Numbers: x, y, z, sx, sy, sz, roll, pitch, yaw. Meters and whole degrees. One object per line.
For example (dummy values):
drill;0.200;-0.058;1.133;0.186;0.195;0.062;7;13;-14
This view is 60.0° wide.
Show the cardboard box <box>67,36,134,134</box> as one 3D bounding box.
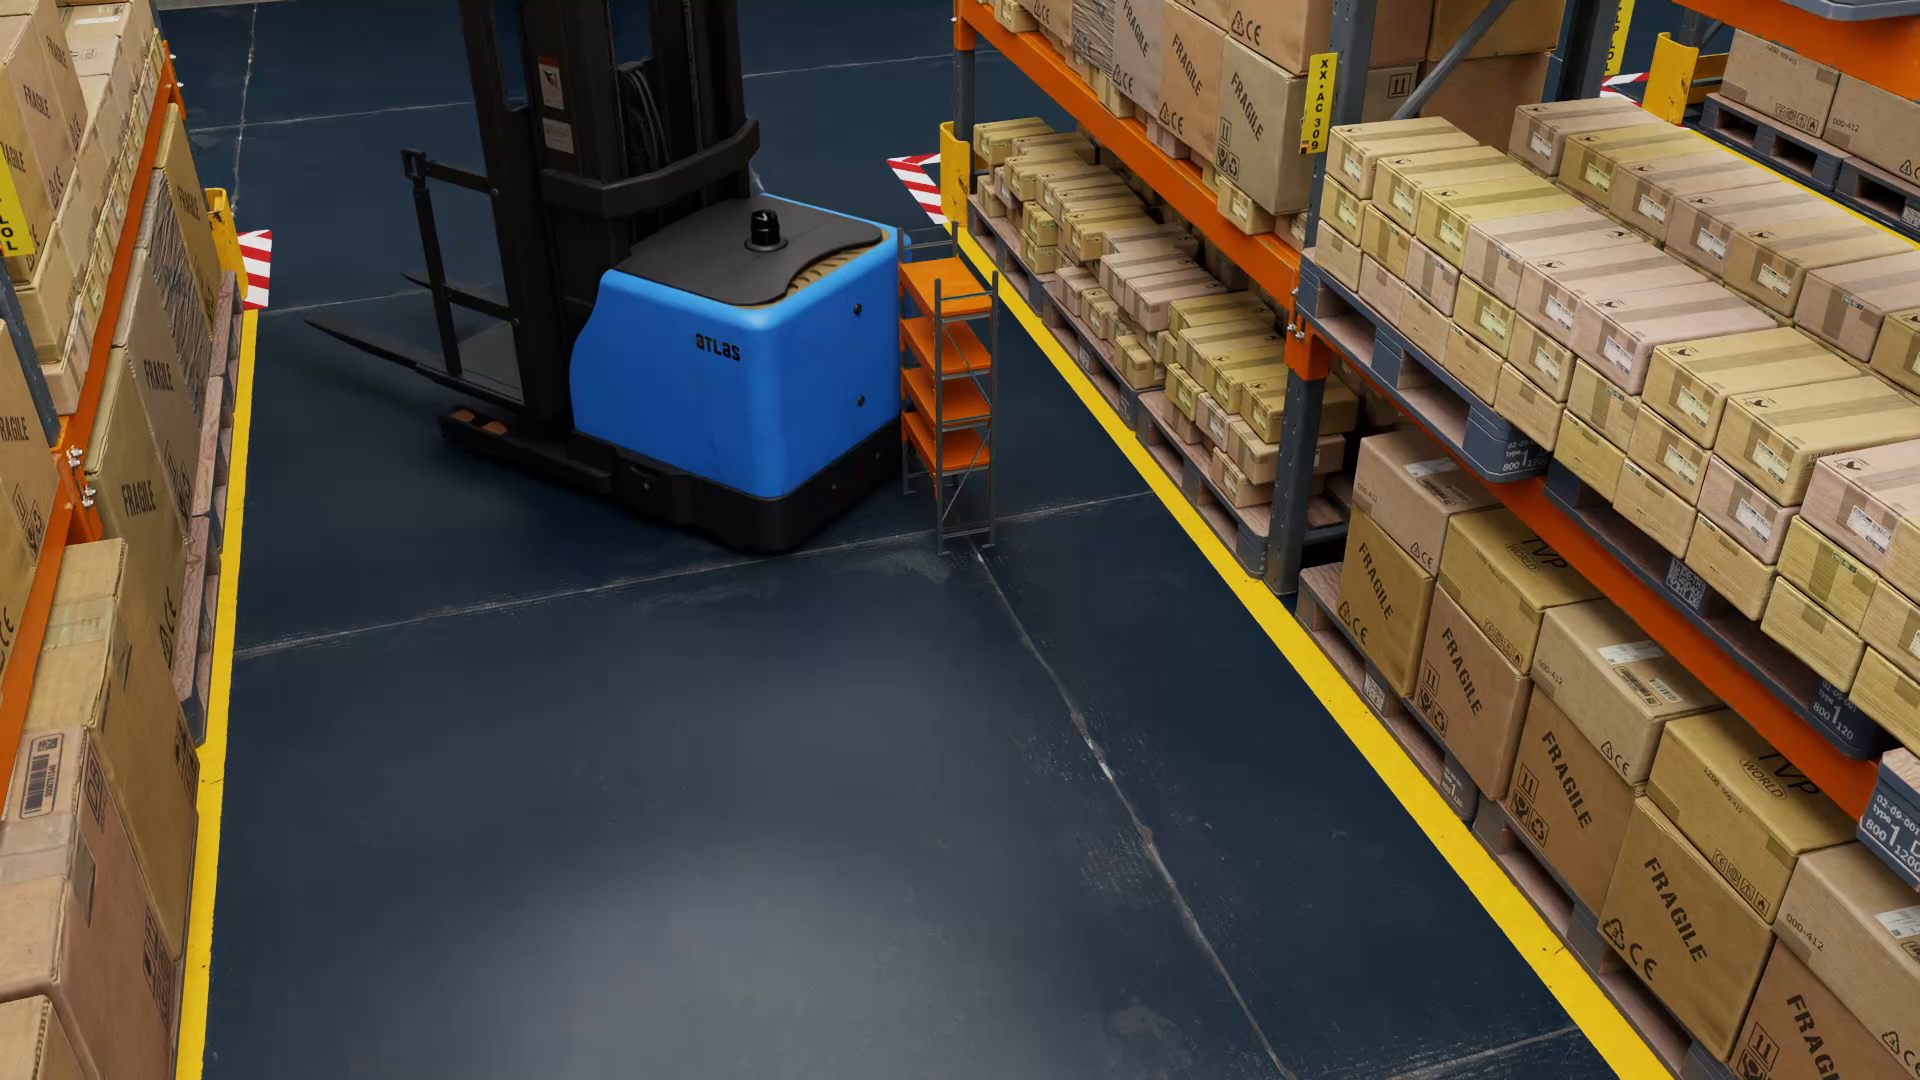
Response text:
cardboard box;-3.588;-1.781;6.590;0.500;0.250;0.500;-11;35;-16

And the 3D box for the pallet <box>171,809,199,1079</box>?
pallet;-2.771;1.193;4.753;1.003;0.211;1.213;-10;35;-15

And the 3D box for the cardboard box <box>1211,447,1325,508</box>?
cardboard box;1.232;-0.278;6.655;0.380;0.149;0.250;-10;35;-14

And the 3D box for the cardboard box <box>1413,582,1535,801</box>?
cardboard box;1.812;0.434;5.258;0.500;0.500;0.500;-8;34;-13

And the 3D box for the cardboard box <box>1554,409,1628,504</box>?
cardboard box;1.762;-0.245;4.247;0.380;0.149;0.250;-11;35;-16

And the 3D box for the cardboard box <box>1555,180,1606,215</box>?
cardboard box;2.067;-1.024;5.156;0.380;0.149;0.250;-10;35;-14

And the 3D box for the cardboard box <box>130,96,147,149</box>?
cardboard box;-3.563;-1.690;6.815;0.380;0.149;0.250;-11;35;-16

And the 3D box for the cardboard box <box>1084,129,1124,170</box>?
cardboard box;0.881;-2.101;8.874;0.380;0.149;0.250;-9;35;-14

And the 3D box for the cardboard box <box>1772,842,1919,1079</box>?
cardboard box;2.274;0.933;3.823;0.500;0.250;0.500;-10;35;-14

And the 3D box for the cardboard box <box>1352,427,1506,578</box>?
cardboard box;1.650;-0.156;5.472;0.500;0.250;0.500;-12;35;-17

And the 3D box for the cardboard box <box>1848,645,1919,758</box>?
cardboard box;2.083;0.307;3.411;0.380;0.149;0.250;-10;35;-15

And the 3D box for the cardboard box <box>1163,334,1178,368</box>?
cardboard box;1.102;-0.791;7.162;0.380;0.149;0.250;-10;35;-14

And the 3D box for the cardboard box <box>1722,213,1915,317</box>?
cardboard box;2.296;-0.740;4.456;0.380;0.149;0.250;-11;35;-16

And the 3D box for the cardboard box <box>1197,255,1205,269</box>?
cardboard box;1.280;-1.444;8.150;0.380;0.149;0.250;-8;34;-12

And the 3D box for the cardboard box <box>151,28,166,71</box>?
cardboard box;-3.876;-2.226;7.626;0.380;0.149;0.250;-9;35;-14

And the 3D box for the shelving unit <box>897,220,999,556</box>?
shelving unit;-0.050;-0.587;6.551;0.258;1.200;0.503;-10;35;-15

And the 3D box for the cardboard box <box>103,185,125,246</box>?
cardboard box;-3.247;-1.149;5.996;0.380;0.149;0.250;-10;35;-14

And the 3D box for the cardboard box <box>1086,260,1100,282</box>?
cardboard box;0.829;-1.357;8.017;0.380;0.149;0.250;-8;34;-12

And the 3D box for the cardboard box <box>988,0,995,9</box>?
cardboard box;0.360;-2.787;8.475;0.380;0.149;0.250;-9;34;-13

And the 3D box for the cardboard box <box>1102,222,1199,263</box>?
cardboard box;0.881;-1.342;7.725;0.380;0.149;0.250;-10;35;-15

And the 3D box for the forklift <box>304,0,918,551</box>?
forklift;-1.691;-1.794;6.807;3.031;2.935;1.130;20;38;27

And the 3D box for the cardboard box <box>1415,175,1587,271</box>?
cardboard box;1.525;-0.898;4.695;0.380;0.149;0.250;-10;35;-14

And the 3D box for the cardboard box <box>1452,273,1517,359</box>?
cardboard box;1.599;-0.646;4.584;0.380;0.149;0.250;-11;35;-17

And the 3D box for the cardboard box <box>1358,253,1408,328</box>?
cardboard box;1.449;-0.785;5.064;0.380;0.149;0.250;-9;35;-14

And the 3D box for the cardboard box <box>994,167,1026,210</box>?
cardboard box;0.401;-1.882;8.812;0.380;0.149;0.250;-10;35;-15

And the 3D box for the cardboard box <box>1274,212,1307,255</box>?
cardboard box;1.366;-1.149;5.996;0.380;0.149;0.250;-10;35;-15

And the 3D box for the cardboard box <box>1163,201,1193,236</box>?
cardboard box;1.209;-1.551;8.041;0.380;0.149;0.250;-11;35;-16

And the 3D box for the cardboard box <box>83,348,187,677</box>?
cardboard box;-3.203;-0.011;5.592;0.875;0.875;0.875;-10;35;-15

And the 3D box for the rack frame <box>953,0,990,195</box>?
rack frame;0.456;-3.244;8.938;1.000;3.000;0.127;-10;35;-15

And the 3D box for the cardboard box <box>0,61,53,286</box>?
cardboard box;-2.981;-1.031;4.776;0.500;0.500;0.500;-10;35;-15

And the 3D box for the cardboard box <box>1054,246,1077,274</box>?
cardboard box;0.694;-1.377;8.318;0.380;0.149;0.250;-10;35;-15

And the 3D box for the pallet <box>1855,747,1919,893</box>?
pallet;2.578;0.680;3.173;1.213;0.211;1.003;-10;35;-15

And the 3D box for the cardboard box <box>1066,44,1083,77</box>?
cardboard box;0.708;-2.243;7.651;0.380;0.149;0.250;-11;35;-16

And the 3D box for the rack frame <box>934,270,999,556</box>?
rack frame;0.024;-0.459;6.357;0.240;1.200;0.015;-10;35;-15

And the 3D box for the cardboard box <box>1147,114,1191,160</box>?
cardboard box;0.993;-1.694;6.820;0.380;0.149;0.250;-12;35;-17

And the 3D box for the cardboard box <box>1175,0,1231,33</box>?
cardboard box;1.113;-2.198;6.088;0.500;0.500;0.500;-11;35;-16

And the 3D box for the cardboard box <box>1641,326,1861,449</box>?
cardboard box;1.840;-0.358;3.879;0.380;0.149;0.250;-9;35;-13

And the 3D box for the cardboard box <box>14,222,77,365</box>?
cardboard box;-2.972;-0.715;4.977;0.500;0.250;0.500;-11;35;-16

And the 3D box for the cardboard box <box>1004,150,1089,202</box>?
cardboard box;0.446;-1.867;8.520;0.380;0.149;0.250;-10;35;-15

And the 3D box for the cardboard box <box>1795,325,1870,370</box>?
cardboard box;2.391;-0.471;4.319;0.380;0.149;0.250;-10;35;-15

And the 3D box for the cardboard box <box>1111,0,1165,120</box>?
cardboard box;0.952;-2.050;6.771;0.500;0.500;0.500;-10;35;-15

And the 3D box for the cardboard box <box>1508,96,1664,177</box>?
cardboard box;1.985;-1.284;5.280;0.380;0.149;0.250;-8;34;-13

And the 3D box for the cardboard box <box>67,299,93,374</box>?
cardboard box;-2.932;-0.607;5.175;0.380;0.149;0.250;-11;35;-16

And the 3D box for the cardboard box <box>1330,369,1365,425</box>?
cardboard box;1.708;-0.615;6.895;0.380;0.149;0.250;-10;35;-14

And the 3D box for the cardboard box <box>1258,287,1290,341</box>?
cardboard box;1.516;-1.005;7.216;0.380;0.149;0.250;-11;35;-16

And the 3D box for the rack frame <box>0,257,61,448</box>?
rack frame;-3.078;-0.362;4.578;1.000;3.000;0.127;-10;35;-15

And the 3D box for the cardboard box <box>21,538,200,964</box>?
cardboard box;-2.864;0.681;4.544;1.225;0.875;0.875;-10;35;-15

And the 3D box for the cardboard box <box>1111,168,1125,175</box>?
cardboard box;0.918;-1.978;8.958;0.380;0.149;0.250;-11;35;-16

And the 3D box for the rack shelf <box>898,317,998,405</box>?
rack shelf;-0.050;-0.718;6.465;0.258;0.148;0.480;-10;35;-15

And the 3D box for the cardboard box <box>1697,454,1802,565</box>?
cardboard box;1.917;-0.098;3.754;0.380;0.149;0.250;-9;35;-14

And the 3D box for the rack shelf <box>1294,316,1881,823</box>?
rack shelf;2.287;0.207;4.369;1.077;0.370;4.000;-10;35;-15

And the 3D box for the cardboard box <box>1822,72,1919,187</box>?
cardboard box;5.723;-2.427;9.644;0.875;0.438;0.875;-9;35;-13

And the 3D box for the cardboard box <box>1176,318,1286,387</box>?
cardboard box;1.122;-0.777;6.871;0.380;0.149;0.250;-10;35;-15

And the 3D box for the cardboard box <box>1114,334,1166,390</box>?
cardboard box;0.917;-0.821;7.477;0.380;0.149;0.250;-10;35;-15

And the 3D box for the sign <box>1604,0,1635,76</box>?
sign;2.204;-1.722;5.585;0.100;0.325;0.005;-10;35;-15

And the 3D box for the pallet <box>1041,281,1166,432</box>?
pallet;1.062;-0.968;8.024;1.003;0.211;1.213;-10;35;-15
